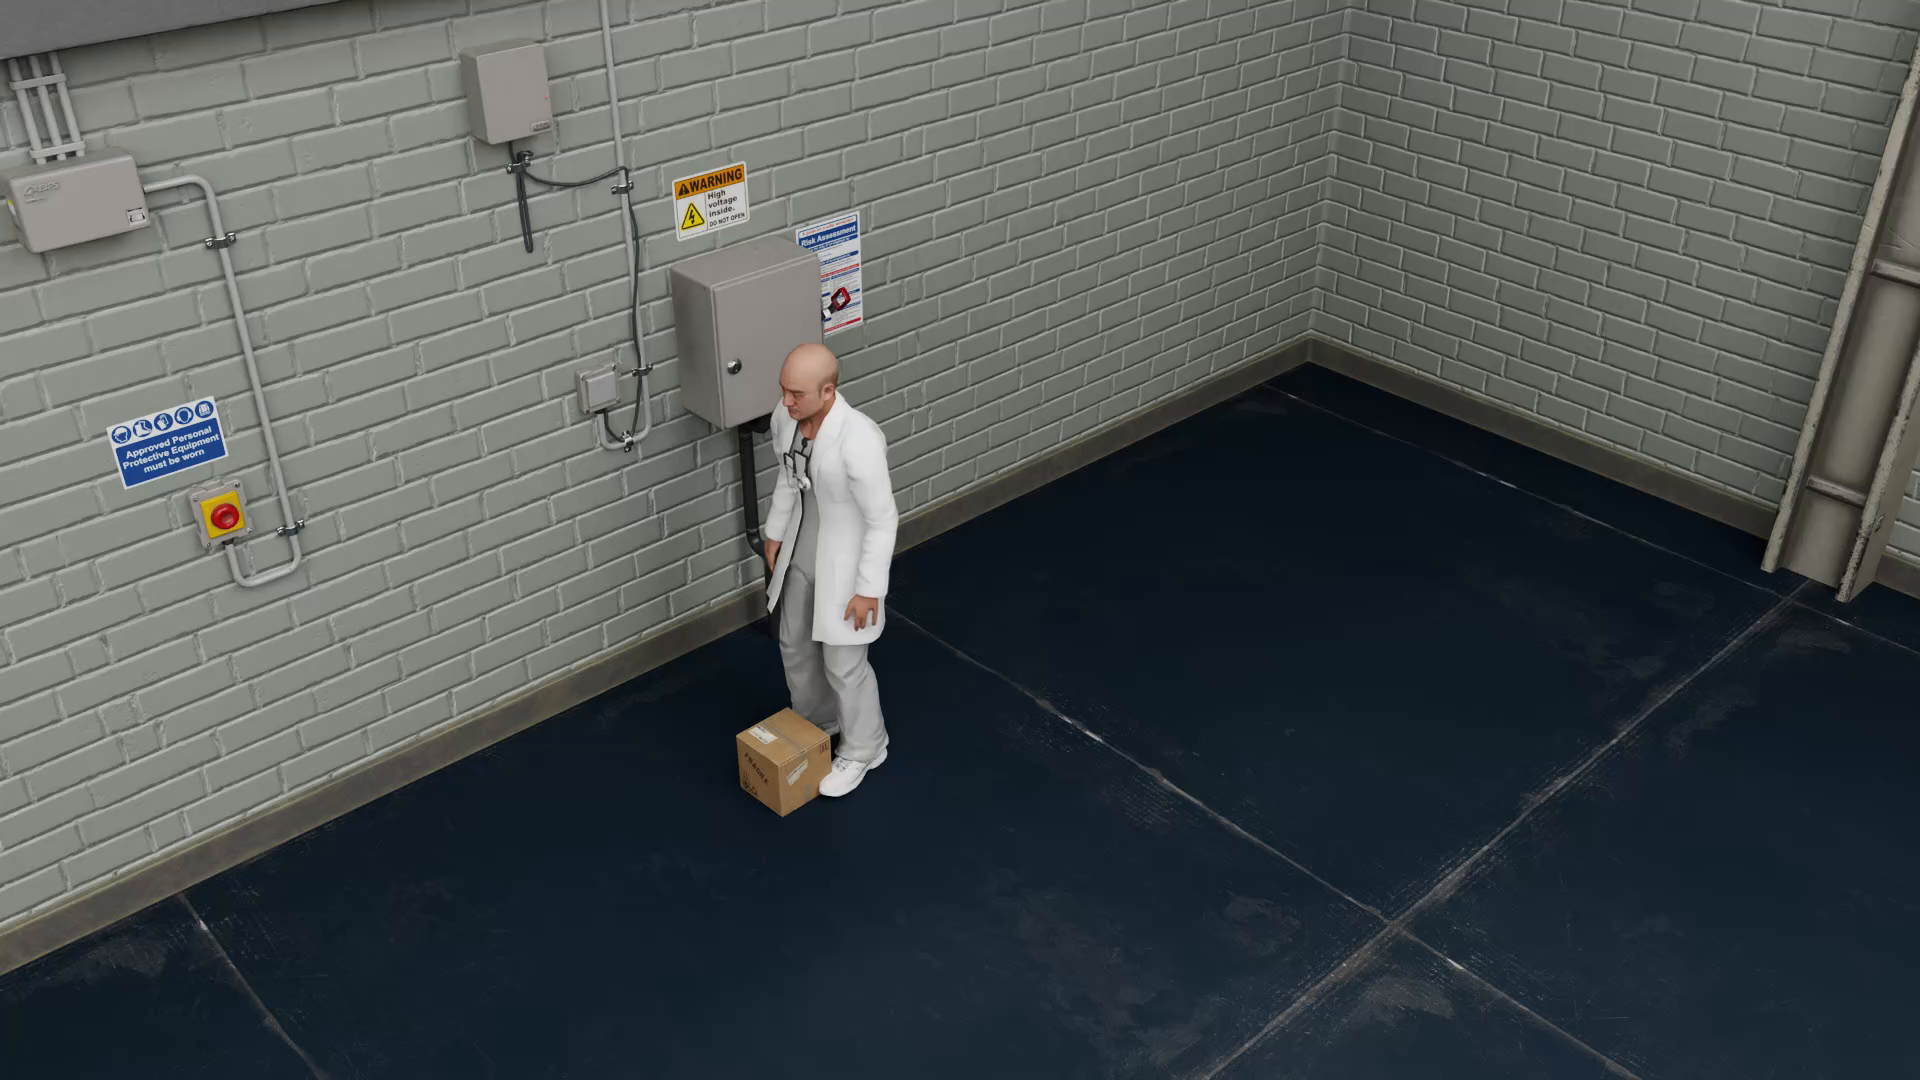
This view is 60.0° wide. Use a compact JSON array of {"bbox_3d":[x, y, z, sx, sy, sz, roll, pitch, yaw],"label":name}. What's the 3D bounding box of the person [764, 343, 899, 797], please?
[{"bbox_3d":[-0.482,0.089,6.003,0.427,1.774,0.644,-25,40,-35],"label":"person"}]
